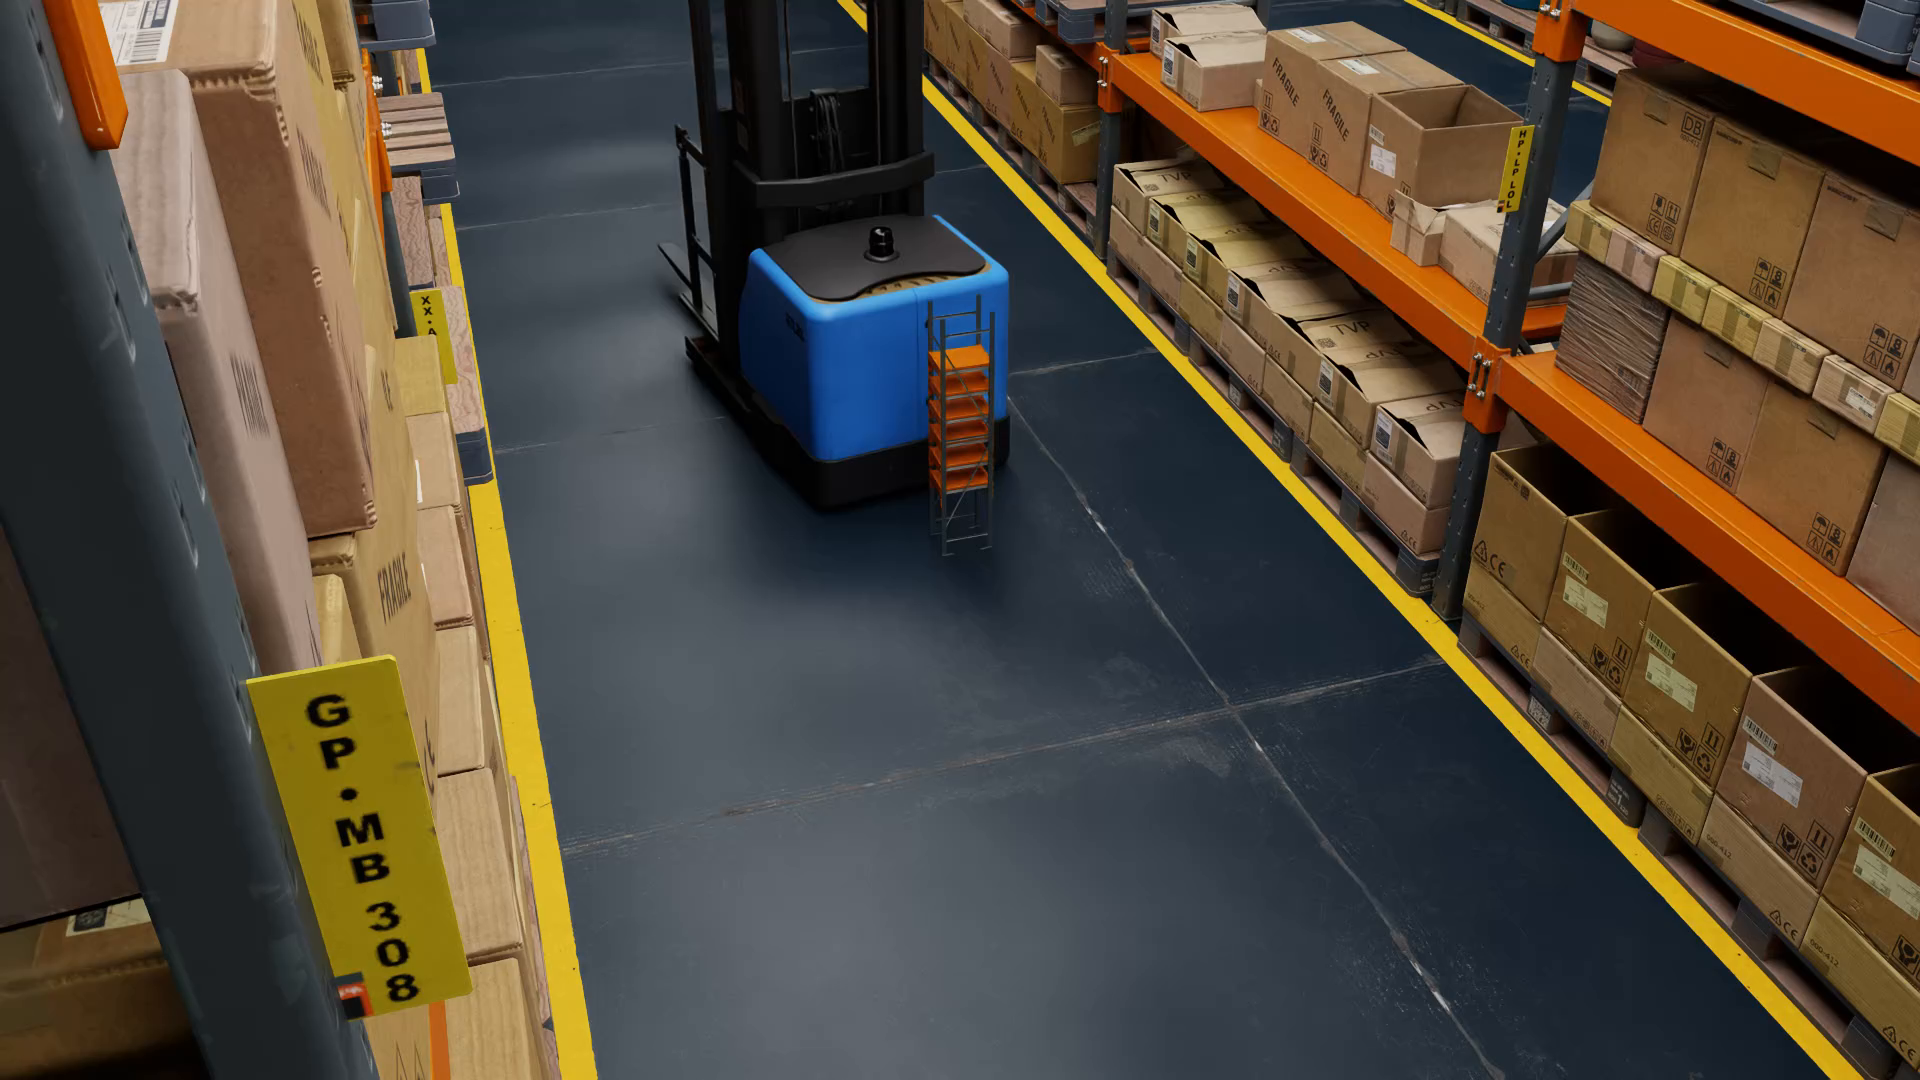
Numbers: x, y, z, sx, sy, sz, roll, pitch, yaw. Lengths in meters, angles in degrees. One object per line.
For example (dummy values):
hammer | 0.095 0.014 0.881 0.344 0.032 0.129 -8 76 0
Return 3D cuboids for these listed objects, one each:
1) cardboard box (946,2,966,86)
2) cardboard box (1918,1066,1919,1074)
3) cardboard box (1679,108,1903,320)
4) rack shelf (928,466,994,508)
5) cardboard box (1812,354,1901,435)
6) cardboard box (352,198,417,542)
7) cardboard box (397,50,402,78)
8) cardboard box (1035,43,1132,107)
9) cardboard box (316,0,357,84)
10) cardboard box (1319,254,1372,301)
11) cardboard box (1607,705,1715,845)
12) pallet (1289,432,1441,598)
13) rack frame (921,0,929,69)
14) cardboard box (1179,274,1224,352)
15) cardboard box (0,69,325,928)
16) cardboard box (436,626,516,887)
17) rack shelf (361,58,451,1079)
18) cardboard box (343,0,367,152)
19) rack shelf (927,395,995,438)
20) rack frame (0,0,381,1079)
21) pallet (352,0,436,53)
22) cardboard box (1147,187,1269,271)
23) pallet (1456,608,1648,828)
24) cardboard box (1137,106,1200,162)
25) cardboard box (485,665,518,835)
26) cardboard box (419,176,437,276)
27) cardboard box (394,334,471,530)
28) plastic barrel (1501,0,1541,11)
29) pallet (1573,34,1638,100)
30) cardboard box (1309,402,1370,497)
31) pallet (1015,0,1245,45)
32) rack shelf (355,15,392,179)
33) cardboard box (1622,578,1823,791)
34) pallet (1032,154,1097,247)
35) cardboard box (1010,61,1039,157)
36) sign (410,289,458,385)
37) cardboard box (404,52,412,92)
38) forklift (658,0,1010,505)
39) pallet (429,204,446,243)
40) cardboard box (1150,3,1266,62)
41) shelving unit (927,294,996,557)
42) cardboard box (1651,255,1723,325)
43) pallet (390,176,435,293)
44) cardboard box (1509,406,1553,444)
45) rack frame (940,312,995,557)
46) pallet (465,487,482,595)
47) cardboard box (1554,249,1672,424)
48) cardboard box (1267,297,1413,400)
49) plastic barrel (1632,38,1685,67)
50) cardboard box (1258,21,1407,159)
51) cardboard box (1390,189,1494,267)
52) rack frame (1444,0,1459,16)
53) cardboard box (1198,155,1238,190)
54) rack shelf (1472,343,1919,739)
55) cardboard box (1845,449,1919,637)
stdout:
cardboard box | 0.205 -3.775 12.610 0.500 0.500 0.500 -10 35 -14
cardboard box | 3.168 1.573 4.762 0.500 0.250 0.500 -10 35 -15
cardboard box | 2.853 -1.093 5.416 0.700 0.500 0.500 -10 35 -15
rack shelf | 0.004 -0.256 7.565 0.258 0.103 0.180 -10 35 -15
cardboard box | 2.851 -0.470 5.061 0.380 0.149 0.250 -11 35 -16
cardboard box | -1.096 -0.151 2.428 0.500 0.500 0.500 -8 34 -13
cardboard box | -3.329 -2.675 9.287 0.380 0.149 0.250 -9 35 -13
cardboard box | 0.806 -3.041 10.819 0.500 0.250 0.500 -9 34 -13
cardboard box | -1.402 -1.115 2.979 0.500 0.500 0.500 -11 35 -16
cardboard box | 2.197 -1.335 8.654 0.500 0.311 0.500 -9 35 -13
cardboard box | 2.704 0.786 5.952 0.500 0.250 0.500 -10 35 -15
pallet | 2.295 -0.224 7.897 1.003 0.211 1.213 -10 35 -15
rack frame | 0.116 -5.207 12.909 1.000 3.000 0.127 -10 35 -15
cardboard box | 1.535 -1.275 9.072 0.500 0.250 0.500 -11 35 -16
cardboard box | -0.826 -0.034 1.343 0.500 0.500 0.500 -13 35 -18
cardboard box | -1.261 0.566 3.610 0.500 0.500 0.500 -9 34 -13
rack shelf | -1.550 -0.073 3.072 1.077 0.370 4.000 -10 35 -15
cardboard box | -1.770 -1.249 4.089 0.500 0.500 0.500 -9 35 -13
rack shelf | 0.004 -0.556 7.366 0.258 0.103 0.180 -10 35 -15
rack frame | -0.937 -0.575 0.458 0.949 2.616 0.053 -10 35 -15
pallet | -2.247 -1.687 5.032 1.213 0.211 1.003 -10 35 -15
cardboard box | 1.385 -1.770 9.313 0.500 0.311 0.500 -11 35 -16
pallet | 2.759 0.581 6.679 1.003 0.211 1.213 -10 35 -15
cardboard box | 1.470 -2.535 10.733 0.500 0.500 0.500 -9 34 -13
cardboard box | -1.415 0.604 4.232 0.500 0.250 0.500 -10 35 -15
cardboard box | -3.480 -1.958 9.562 0.750 0.750 0.750 -10 35 -15
cardboard box | -1.721 -0.234 4.821 0.500 0.500 0.500 -10 35 -15
plastic barrel | 4.984 -5.049 14.193 0.600 0.901 0.708 -10 35 -15
pallet | 5.406 -3.821 13.341 1.003 0.211 1.213 -10 35 -15
cardboard box | 2.001 -0.470 7.853 0.500 0.250 0.500 -11 35 -15
pallet | 1.063 -3.371 10.305 1.213 0.211 1.003 -10 35 -15
rack shelf | -2.770 -2.173 6.250 1.077 0.370 4.000 -10 35 -15
cardboard box | 2.705 0.473 5.746 0.500 0.500 0.500 -10 35 -15
pallet | 1.145 -2.342 11.103 1.003 0.211 1.213 -10 35 -15
cardboard box | 0.670 -2.971 11.394 0.500 0.500 0.500 -11 35 -16
sign | -1.646 -0.628 5.195 0.100 0.325 0.005 -10 35 -15
cardboard box | -4.278 -3.331 11.639 0.750 0.750 0.750 -10 35 -14
forklift | -0.860 -2.182 8.393 1.130 2.935 3.031 -15 36 -22
pallet | -3.917 -2.175 10.849 1.003 0.211 1.213 -10 35 -15
cardboard box | 1.406 -2.872 9.456 0.500 0.311 0.500 -8 34 -12
shelving unit | 0.004 -0.493 7.408 0.258 1.200 0.189 -10 35 -15
cardboard box | 2.611 -0.879 5.680 0.380 0.149 0.250 -11 35 -16
pallet | -2.737 -1.160 6.958 1.003 0.211 1.213 -10 35 -15
cardboard box | 2.668 -0.528 7.432 0.500 0.311 0.500 -10 35 -15
rack frame | 0.032 -0.445 7.335 0.240 1.200 0.006 -10 35 -15
pallet | -2.775 -0.059 7.647 1.003 0.211 1.213 -10 35 -15
cardboard box | 2.698 -0.817 6.174 0.700 0.500 0.500 -11 35 -16
cardboard box | 1.845 -0.968 8.098 0.500 0.311 0.500 -10 35 -15
plastic barrel | 5.545 -3.954 12.819 0.600 0.588 0.708 -10 35 -15
cardboard box | 1.864 -2.270 8.375 0.500 0.500 0.500 -12 35 -17
cardboard box | 2.113 -1.382 7.242 0.396 0.266 0.258 -11 35 -16
rack frame | 4.835 -6.038 14.167 1.000 3.000 0.127 -10 35 -15
cardboard box | 1.731 -2.135 9.865 0.500 0.311 0.500 -9 35 -13
rack shelf | 3.167 0.343 5.162 1.077 0.370 4.000 -10 35 -15
cardboard box | 3.172 -0.008 4.951 0.700 0.500 0.500 -9 35 -13
